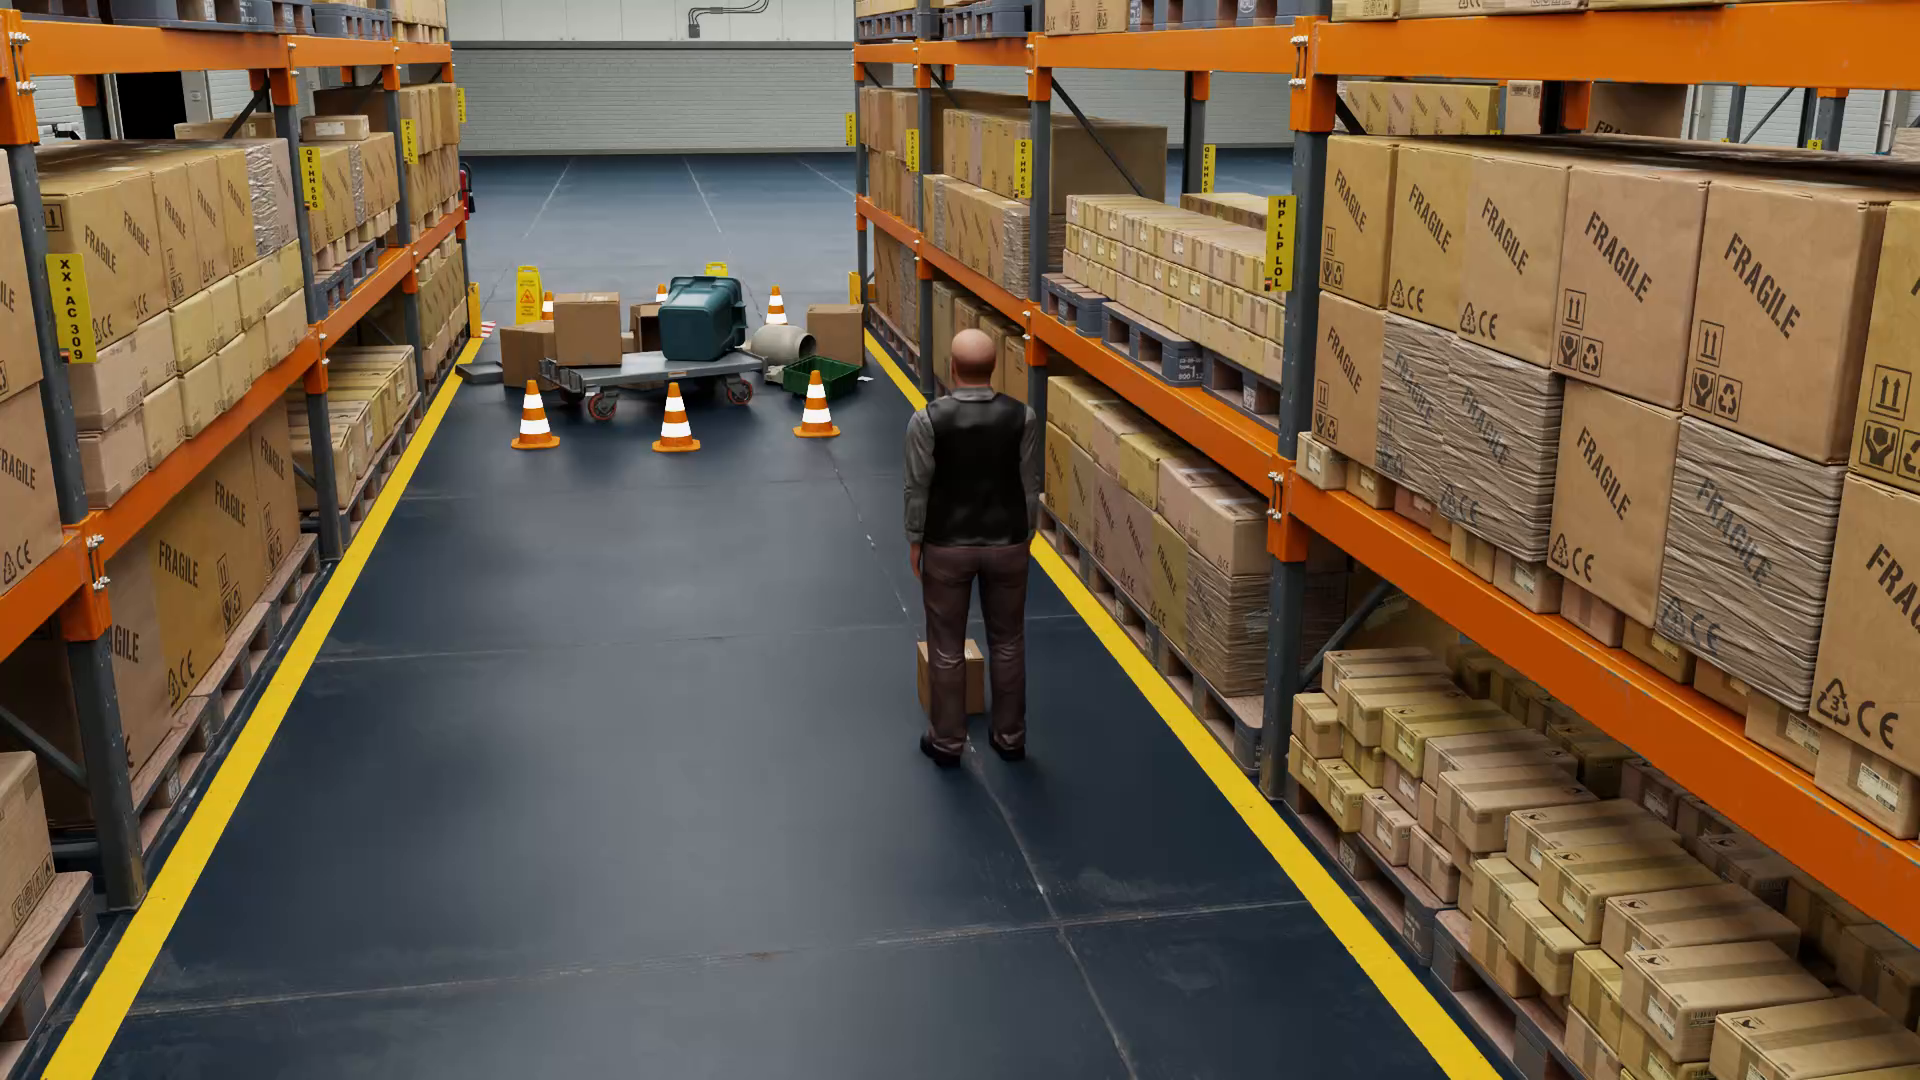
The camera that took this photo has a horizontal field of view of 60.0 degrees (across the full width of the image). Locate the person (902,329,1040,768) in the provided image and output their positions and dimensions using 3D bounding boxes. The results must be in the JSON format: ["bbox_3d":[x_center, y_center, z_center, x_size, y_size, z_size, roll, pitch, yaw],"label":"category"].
[{"bbox_3d":[0.039,0.031,6.474,0.532,1.721,0.355,-3,16,-9],"label":"person"}]
